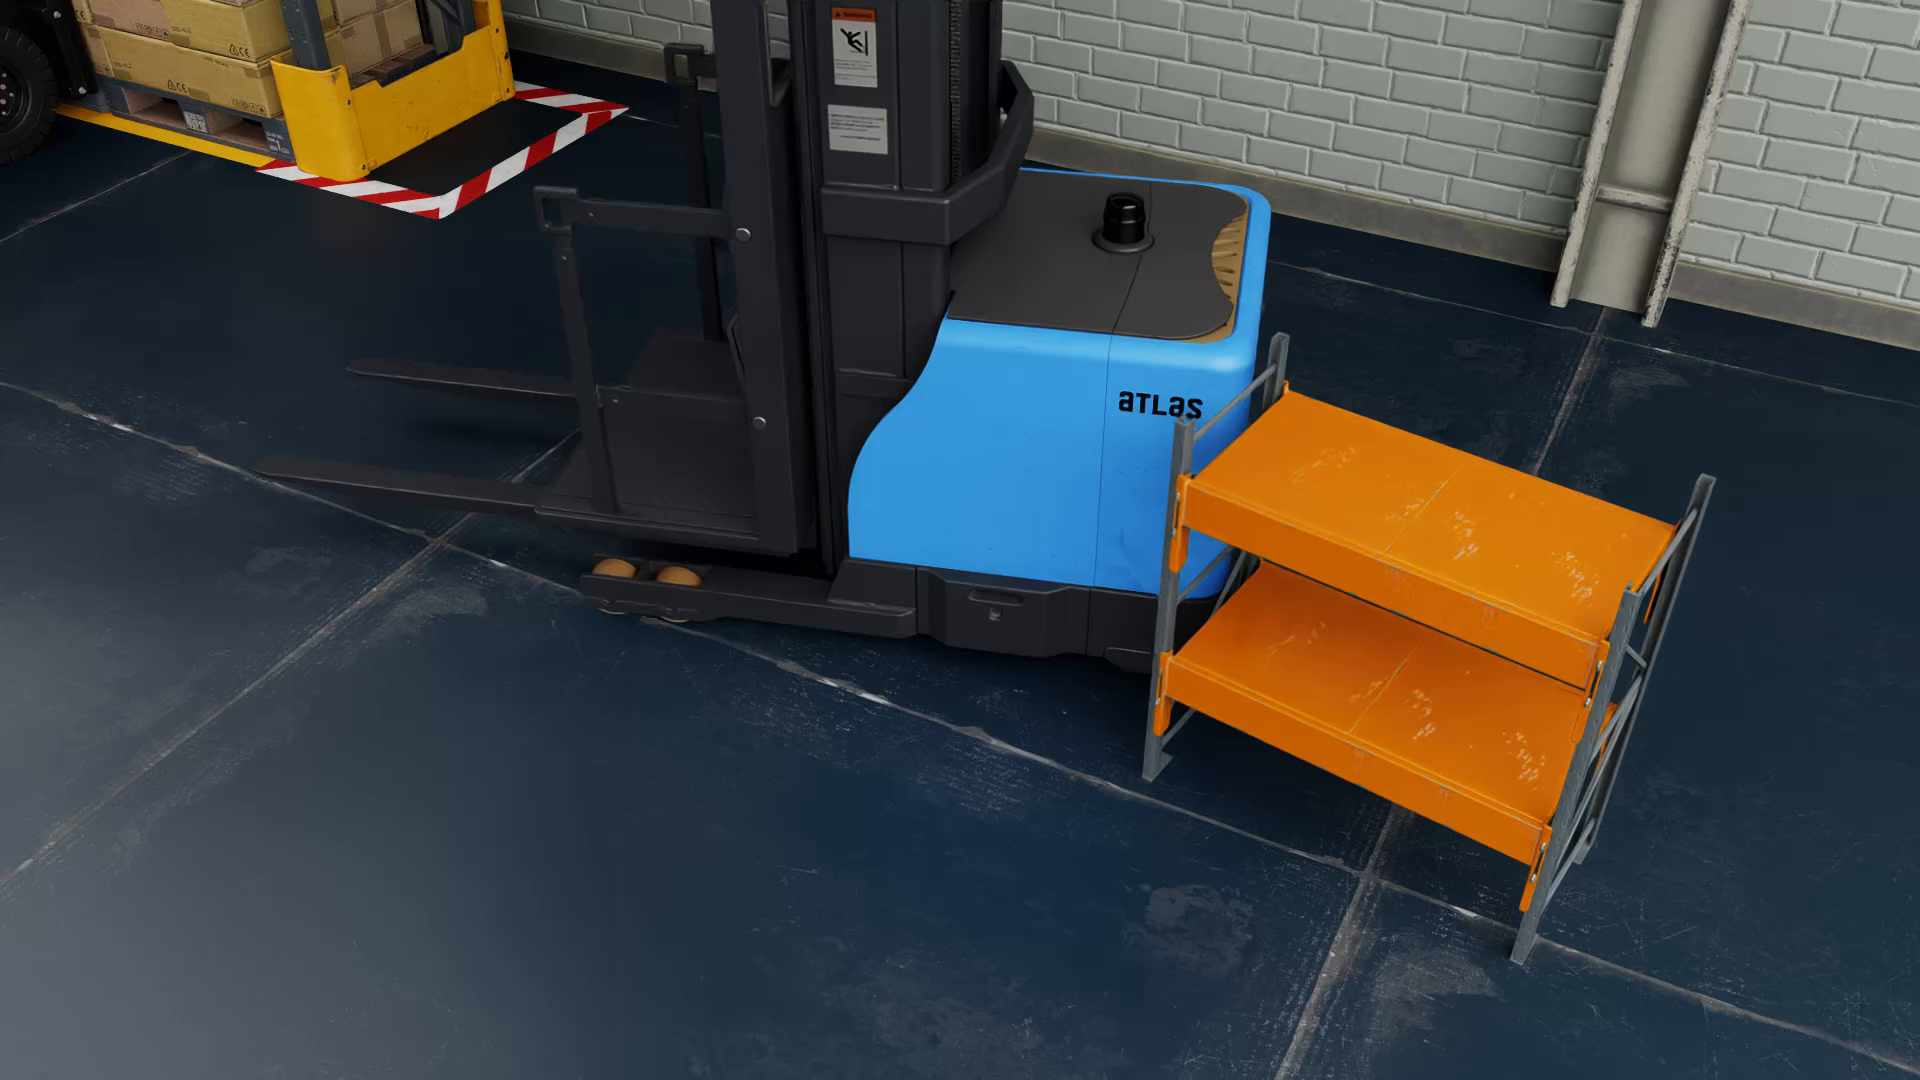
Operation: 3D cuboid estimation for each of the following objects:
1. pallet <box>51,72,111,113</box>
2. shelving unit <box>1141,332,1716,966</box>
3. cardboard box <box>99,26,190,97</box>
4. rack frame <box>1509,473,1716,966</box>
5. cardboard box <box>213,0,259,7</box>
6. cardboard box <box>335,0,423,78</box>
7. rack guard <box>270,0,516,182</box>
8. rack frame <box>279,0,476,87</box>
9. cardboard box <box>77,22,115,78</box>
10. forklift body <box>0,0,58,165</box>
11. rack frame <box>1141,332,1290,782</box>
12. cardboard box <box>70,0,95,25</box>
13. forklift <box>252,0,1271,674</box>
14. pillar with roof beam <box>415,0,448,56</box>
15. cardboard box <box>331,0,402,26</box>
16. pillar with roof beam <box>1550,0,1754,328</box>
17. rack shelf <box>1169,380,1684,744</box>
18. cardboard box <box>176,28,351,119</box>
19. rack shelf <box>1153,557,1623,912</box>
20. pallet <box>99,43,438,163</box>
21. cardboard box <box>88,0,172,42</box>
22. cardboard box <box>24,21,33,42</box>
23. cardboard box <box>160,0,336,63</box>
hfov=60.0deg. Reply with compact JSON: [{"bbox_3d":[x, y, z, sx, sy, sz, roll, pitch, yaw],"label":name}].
[{"bbox_3d":[-4.367,-2.547,8.431,1.213,0.211,1.003,17,41,21],"label":"pallet"},{"bbox_3d":[1.052,0.249,3.992,1.048,1.125,0.538,24,43,28],"label":"shelving unit"},{"bbox_3d":[-3.589,-2.304,7.731,0.500,0.250,0.500,17,41,21],"label":"cardboard box"},{"bbox_3d":[1.461,0.431,3.752,0.032,1.125,0.500,24,43,28],"label":"rack frame"},{"bbox_3d":[-3.142,-2.558,7.239,0.500,0.250,0.500,19,41,23],"label":"cardboard box"},{"bbox_3d":[-2.936,-2.441,7.912,0.500,0.250,0.500,18,41,22],"label":"cardboard box"},{"bbox_3d":[-2.568,-2.125,7.636,0.348,0.500,1.175,17,41,21],"label":"rack guard"},{"bbox_3d":[-2.590,-3.128,6.889,0.127,3.000,1.000,17,41,21],"label":"rack frame"},{"bbox_3d":[-4.029,-2.448,7.921,0.500,0.250,0.500,18,41,22],"label":"cardboard box"},{"bbox_3d":[-5.112,-2.337,6.550,1.214,2.155,2.313,17,41,21],"label":"forklift body"},{"bbox_3d":[0.643,0.066,4.232,0.032,1.125,0.500,24,43,28],"label":"rack frame"},{"bbox_3d":[-4.074,-2.644,7.765,0.500,0.250,0.500,16,40,20],"label":"cardboard box"},{"bbox_3d":[-0.656,-1.228,4.444,3.031,2.935,1.130,7,38,9],"label":"forklift"},{"bbox_3d":[-4.773,-3.883,2.923,0.400,9.000,9.100,17,41,21],"label":"pillar with roof beam"},{"bbox_3d":[-2.912,-2.641,7.762,0.500,0.250,0.500,18,41,22],"label":"cardboard box"},{"bbox_3d":[0.555,-2.215,0.725,0.400,9.000,9.100,17,41,21],"label":"pillar with roof beam"},{"bbox_3d":[1.052,0.016,3.815,1.000,0.278,0.538,24,43,28],"label":"rack shelf"},{"bbox_3d":[-3.152,-2.161,7.542,0.500,0.250,0.500,18,41,22],"label":"cardboard box"},{"bbox_3d":[1.052,0.444,4.140,1.000,0.278,0.538,24,43,28],"label":"rack shelf"},{"bbox_3d":[-3.288,-2.207,7.983,1.213,0.211,1.003,17,41,21],"label":"pallet"},{"bbox_3d":[-3.606,-2.511,7.591,0.500,0.250,0.500,17,40,21],"label":"cardboard box"},{"bbox_3d":[-4.501,-2.580,8.095,0.500,0.250,0.500,19,41,23],"label":"cardboard box"},{"bbox_3d":[-3.166,-2.366,7.400,0.500,0.250,0.500,17,40,21],"label":"cardboard box"}]
